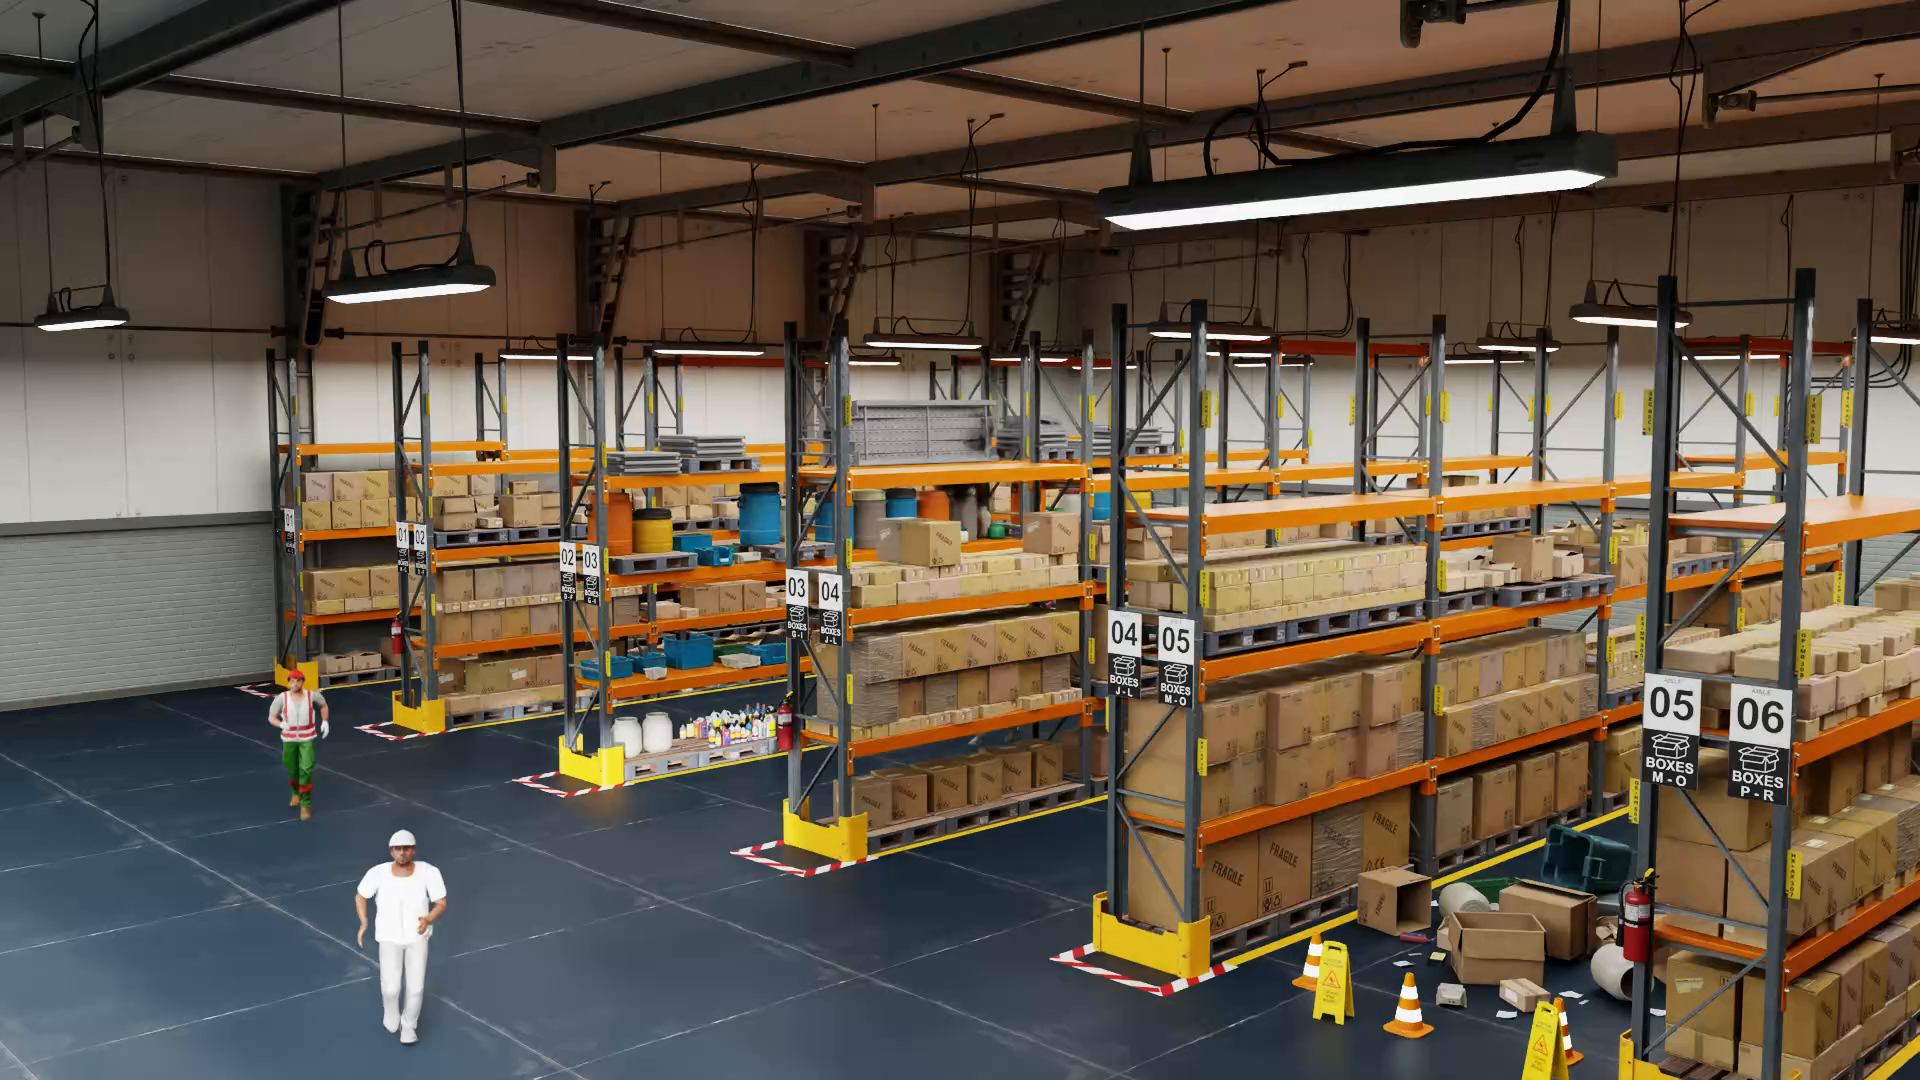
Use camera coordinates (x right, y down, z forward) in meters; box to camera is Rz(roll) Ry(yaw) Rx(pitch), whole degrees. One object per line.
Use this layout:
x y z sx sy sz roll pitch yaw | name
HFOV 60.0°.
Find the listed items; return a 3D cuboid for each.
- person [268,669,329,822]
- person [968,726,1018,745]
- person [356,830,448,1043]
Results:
-8.157 2.492 20.529 0.684 1.829 0.854 -2 5 -18 | person
0.453 2.018 23.257 0.579 1.737 0.879 5 7 43 | person
-4.420 3.161 13.188 0.695 1.720 0.583 -2 5 -19 | person
